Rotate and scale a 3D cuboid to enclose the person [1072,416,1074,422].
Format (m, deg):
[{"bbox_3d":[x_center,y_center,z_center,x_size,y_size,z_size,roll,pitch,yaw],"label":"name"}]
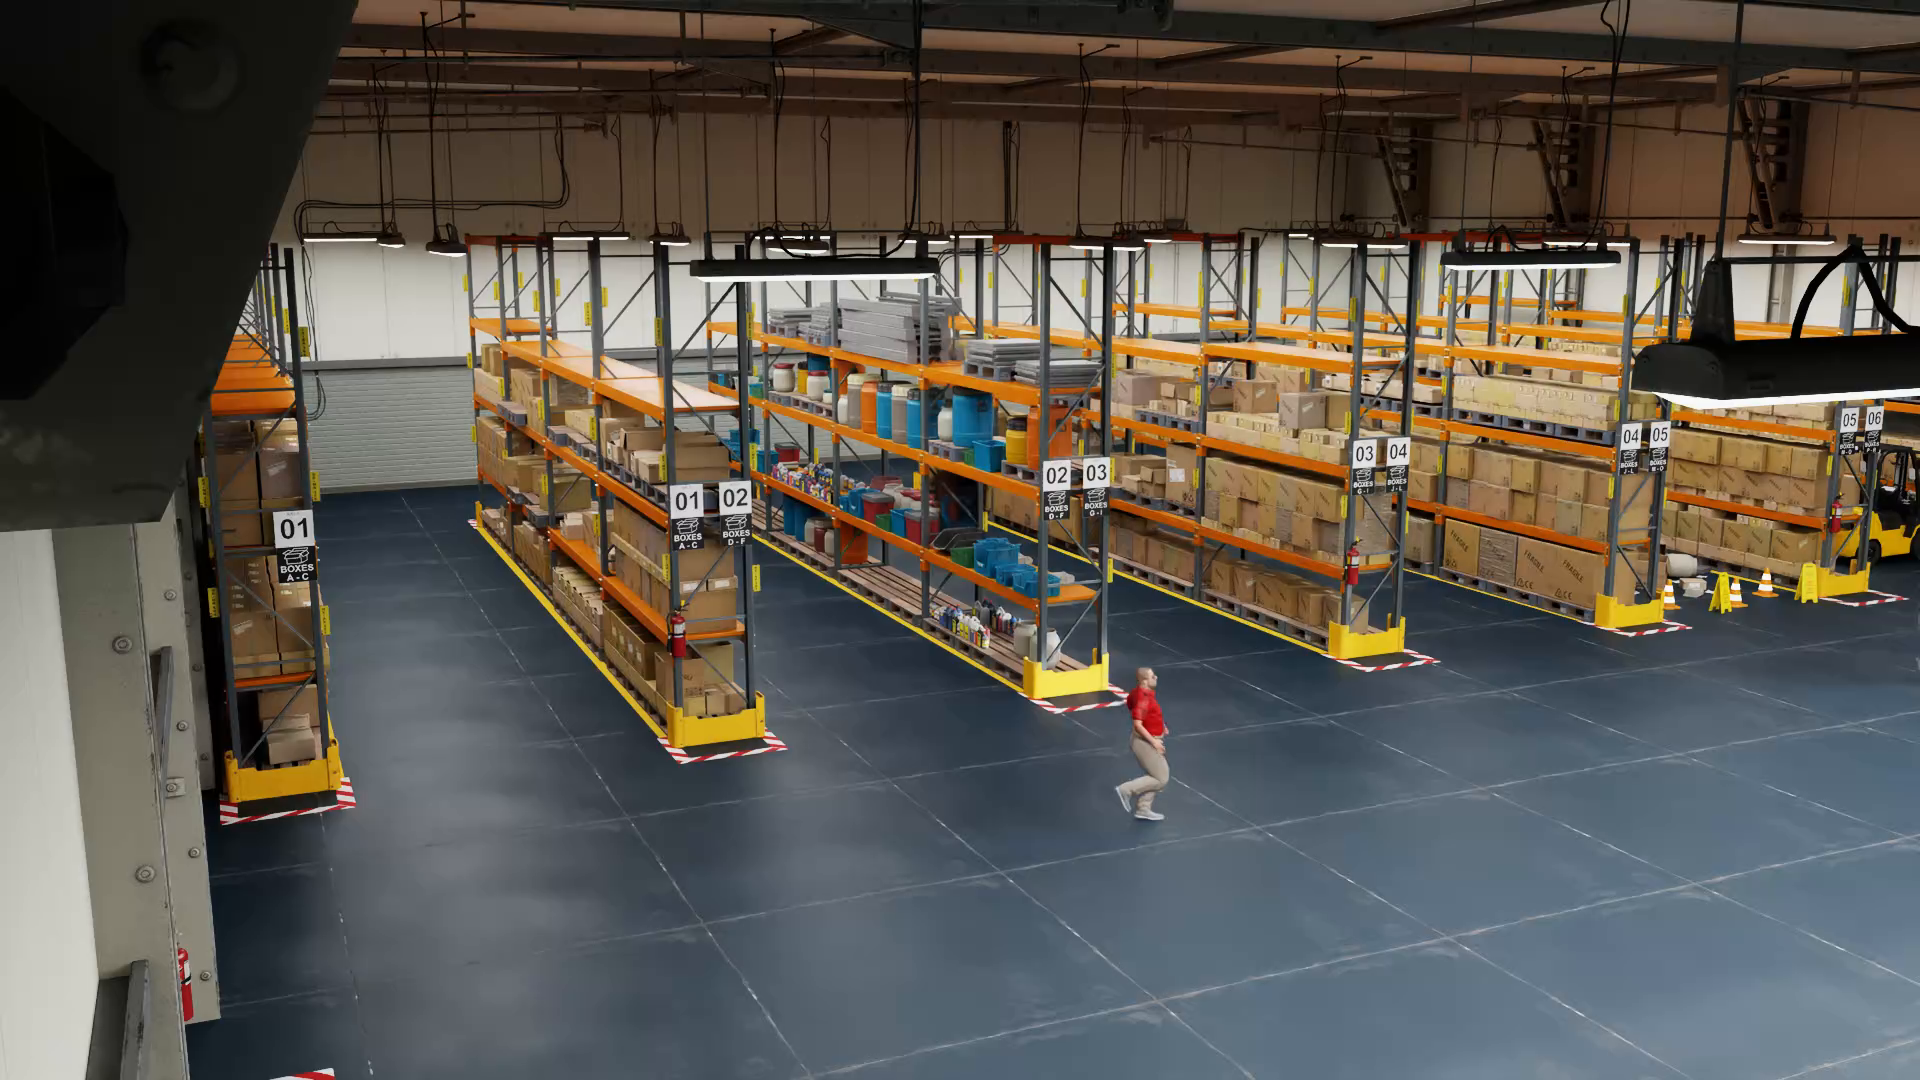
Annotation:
[{"bbox_3d":[2.518,-2.112,39.604,0.823,1.757,0.600,2,11,9],"label":"person"}]

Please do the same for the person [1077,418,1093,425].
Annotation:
[{"bbox_3d":[3.066,-2.468,41.588,0.607,1.626,0.649,-7,13,-33],"label":"person"}]

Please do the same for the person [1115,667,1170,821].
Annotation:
[{"bbox_3d":[1.934,2.166,17.612,0.603,1.685,0.665,-1,11,-3],"label":"person"}]
